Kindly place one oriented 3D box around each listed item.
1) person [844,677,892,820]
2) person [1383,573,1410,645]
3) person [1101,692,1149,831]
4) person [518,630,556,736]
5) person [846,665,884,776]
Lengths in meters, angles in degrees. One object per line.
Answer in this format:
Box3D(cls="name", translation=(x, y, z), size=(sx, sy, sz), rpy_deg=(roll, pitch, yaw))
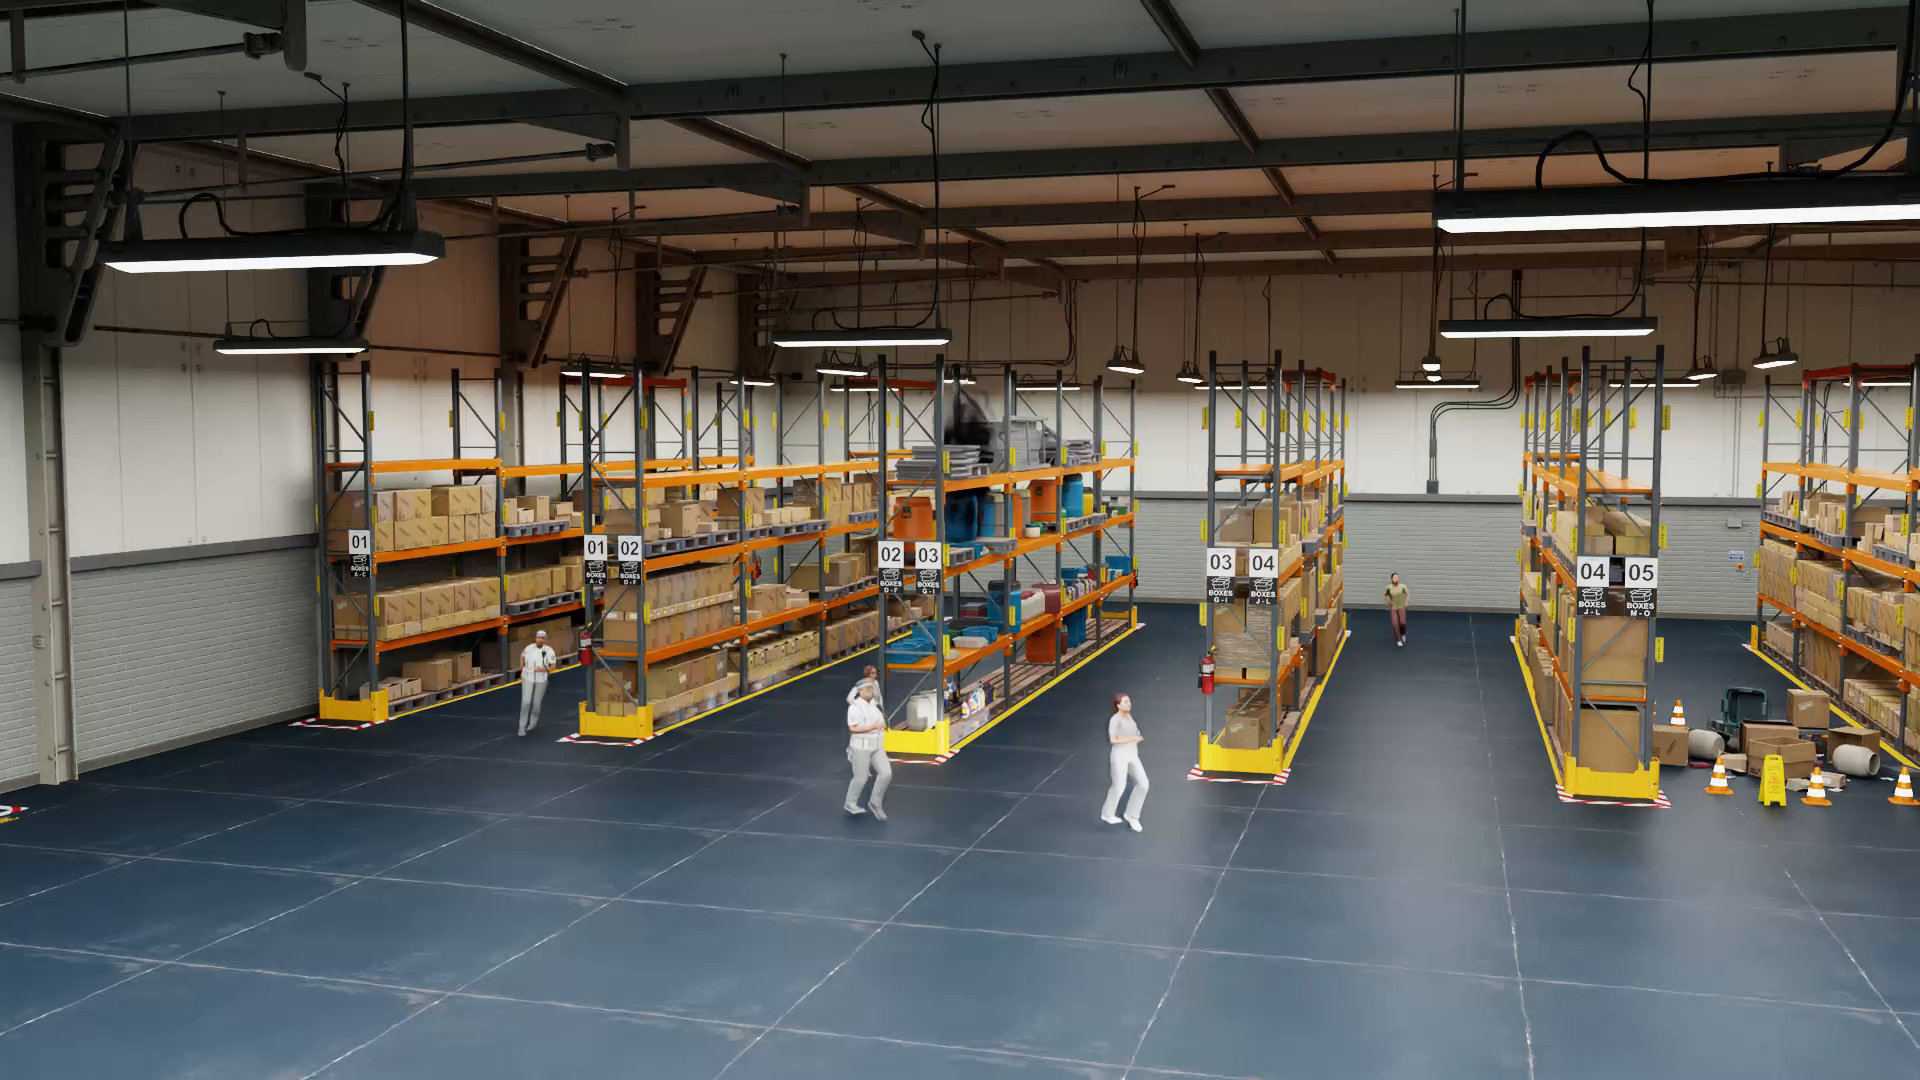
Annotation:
Box3D(cls="person", translation=(-1.148, 2.636, 20.908), size=(0.726, 1.840, 0.640), rpy_deg=(4, 5, 42))
Box3D(cls="person", translation=(9.721, 1.559, 37.061), size=(0.587, 1.591, 0.518), rpy_deg=(1, 4, 13))
Box3D(cls="person", translation=(2.020, 2.714, 20.379), size=(0.544, 1.705, 0.691), rpy_deg=(-4, 6, -42))
Box3D(cls="person", translation=(-6.798, 2.293, 26.723), size=(0.612, 1.706, 0.680), rpy_deg=(-1, 4, -12))
Box3D(cls="person", translation=(-1.359, 2.554, 23.824), size=(0.611, 1.551, 0.690), rpy_deg=(-4, 6, -43))
